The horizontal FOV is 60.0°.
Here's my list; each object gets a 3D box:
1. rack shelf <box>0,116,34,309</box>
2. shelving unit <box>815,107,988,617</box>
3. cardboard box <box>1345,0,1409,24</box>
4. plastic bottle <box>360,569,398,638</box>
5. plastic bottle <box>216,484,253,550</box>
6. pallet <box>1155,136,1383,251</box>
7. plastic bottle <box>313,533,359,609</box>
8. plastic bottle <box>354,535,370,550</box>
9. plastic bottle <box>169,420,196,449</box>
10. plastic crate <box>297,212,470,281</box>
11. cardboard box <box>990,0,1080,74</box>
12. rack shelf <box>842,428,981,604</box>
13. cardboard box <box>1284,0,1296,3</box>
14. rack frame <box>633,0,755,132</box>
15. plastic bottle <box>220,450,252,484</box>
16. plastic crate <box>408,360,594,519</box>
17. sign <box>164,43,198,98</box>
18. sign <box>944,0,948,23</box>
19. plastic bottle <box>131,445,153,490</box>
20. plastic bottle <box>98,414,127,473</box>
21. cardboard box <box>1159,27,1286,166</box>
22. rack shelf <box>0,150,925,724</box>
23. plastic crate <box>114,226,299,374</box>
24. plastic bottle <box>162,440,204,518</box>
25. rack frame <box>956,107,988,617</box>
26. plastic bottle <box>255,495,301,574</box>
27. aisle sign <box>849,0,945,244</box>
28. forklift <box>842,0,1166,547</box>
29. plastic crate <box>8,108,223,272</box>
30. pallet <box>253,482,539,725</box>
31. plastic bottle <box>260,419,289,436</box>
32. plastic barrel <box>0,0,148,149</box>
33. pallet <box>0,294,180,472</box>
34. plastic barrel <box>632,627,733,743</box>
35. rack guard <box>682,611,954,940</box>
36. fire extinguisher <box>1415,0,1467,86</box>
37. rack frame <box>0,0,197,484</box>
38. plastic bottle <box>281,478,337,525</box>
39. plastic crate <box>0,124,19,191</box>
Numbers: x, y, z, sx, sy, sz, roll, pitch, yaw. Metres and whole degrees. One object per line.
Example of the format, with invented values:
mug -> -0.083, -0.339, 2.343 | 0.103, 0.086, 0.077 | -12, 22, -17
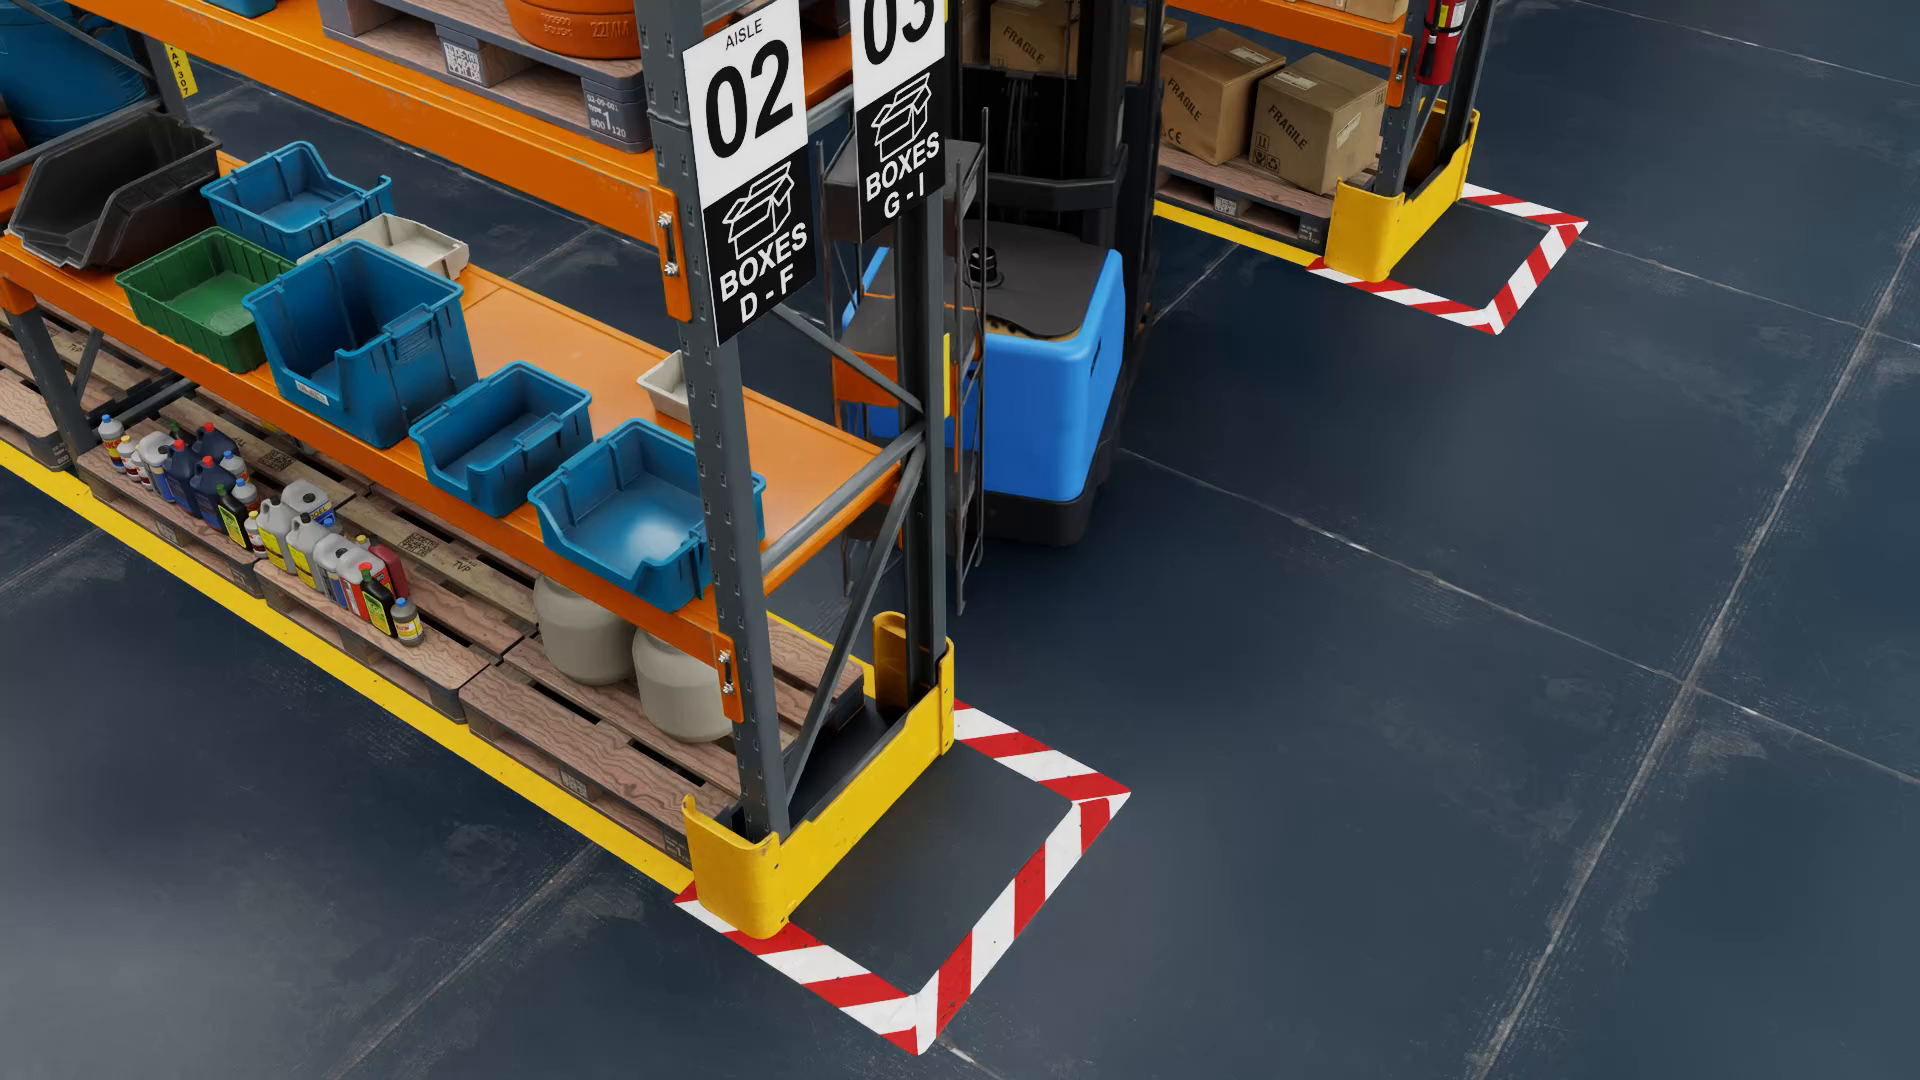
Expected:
rack shelf -> -5.296, -2.138, 7.929 | 4.000, 0.370, 1.077 | 25, 48, 25
shelving unit -> -0.194, -0.632, 6.382 | 0.503, 2.100, 0.431 | 10, 43, 10
cardboard box -> 2.108, -2.715, 8.224 | 0.250, 0.149, 0.380 | 25, 48, 25
plastic bottle -> -2.246, 0.241, 6.438 | 0.133, 0.283, 0.061 | 26, 48, 26
plastic bottle -> -2.971, -0.098, 6.817 | 0.133, 0.283, 0.061 | 27, 48, 27
pallet -> 1.753, -2.133, 9.475 | 1.213, 0.211, 1.003 | 25, 48, 25
plastic bottle -> -2.444, 0.114, 6.586 | 0.135, 0.276, 0.152 | 24, 47, 24
plastic bottle -> -2.387, 0.067, 6.695 | 0.097, 0.201, 0.097 | 0, 42, 0
plastic bottle -> -3.309, -0.380, 7.132 | 0.133, 0.283, 0.061 | 25, 48, 25
plastic crate -> -2.184, -1.058, 6.381 | 0.437, 0.136, 0.530 | 25, 48, 25
cardboard box -> 0.516, -2.984, 9.895 | 0.500, 0.500, 0.500 | 21, 46, 22
rack shelf -> -0.194, -0.100, 6.858 | 0.480, 0.518, 0.431 | 10, 43, 10
cardboard box -> 1.669, -2.879, 8.406 | 0.250, 0.149, 0.380 | 25, 48, 25
rack frame -> -0.384, -2.344, 3.121 | 0.127, 3.000, 1.000 | 25, 48, 25
plastic bottle -> -3.048, -0.262, 7.010 | 0.097, 0.271, 0.097 | 0, 42, 0
plastic crate -> -1.494, -0.333, 5.484 | 0.408, 0.251, 0.499 | 25, 48, 25
sign -> -3.334, -2.039, 7.072 | 0.005, 0.325, 0.100 | 25, 48, 25
sign -> -0.065, -1.528, 4.452 | 0.005, 0.325, 0.100 | 25, 48, 25
plastic bottle -> -3.483, -0.322, 7.129 | 0.097, 0.201, 0.097 | 0, 42, 0
plastic bottle -> -3.650, -0.426, 7.193 | 0.097, 0.271, 0.097 | 0, 42, 0
cardboard box -> 1.449, -2.496, 9.350 | 0.500, 0.500, 0.500 | -29, 49, -28
rack shelf -> -2.021, -0.606, 6.217 | 4.000, 0.370, 1.077 | 25, 48, 25
plastic crate -> -2.710, -0.887, 6.151 | 0.662, 0.188, 0.450 | 25, 48, 25
plastic bottle -> -3.236, -0.281, 6.971 | 0.185, 0.351, 0.144 | 26, 48, 26
rack frame -> 0.043, -0.592, 6.337 | 0.015, 2.100, 0.400 | 10, 43, 10
plastic bottle -> -2.734, -0.046, 6.709 | 0.185, 0.351, 0.144 | 25, 47, 25
aisle sign -> -0.157, -1.210, 4.403 | 0.004, 0.787, 0.394 | 25, 48, 25
forklift -> 0.365, -2.059, 7.353 | 1.130, 2.935, 3.031 | 10, 43, 10
plastic crate -> -3.303, -1.347, 6.552 | 0.504, 0.338, 0.767 | 25, 48, 25
pallet -> -2.130, 0.146, 6.929 | 1.213, 0.211, 1.003 | 25, 48, 25
plastic bottle -> -3.049, -0.649, 7.382 | 0.185, 0.351, 0.144 | 25, 48, 25
plastic barrel -> -3.801, -2.140, 7.016 | 0.708, 0.901, 0.600 | 25, 48, 25
pallet -> -4.324, -0.880, 8.076 | 1.213, 0.211, 1.003 | 25, 48, 25
plastic barrel -> -0.967, 0.452, 6.046 | 0.421, 0.512, 0.421 | 0, 42, 0
rack guard -> -0.473, 0.820, 5.959 | 0.348, 0.500, 1.175 | 25, 48, 25
fire extinguisher -> 2.289, -2.488, 7.839 | 0.183, 0.674, 0.296 | 25, 48, 25
rack frame -> -3.659, -1.640, 6.833 | 0.127, 3.000, 1.000 | 25, 48, 25
plastic bottle -> -2.669, -0.109, 6.835 | 0.135, 0.276, 0.152 | 25, 48, 25
plastic crate -> -4.231, -1.682, 6.833 | 0.583, 0.464, 0.402 | 25, 48, 25
